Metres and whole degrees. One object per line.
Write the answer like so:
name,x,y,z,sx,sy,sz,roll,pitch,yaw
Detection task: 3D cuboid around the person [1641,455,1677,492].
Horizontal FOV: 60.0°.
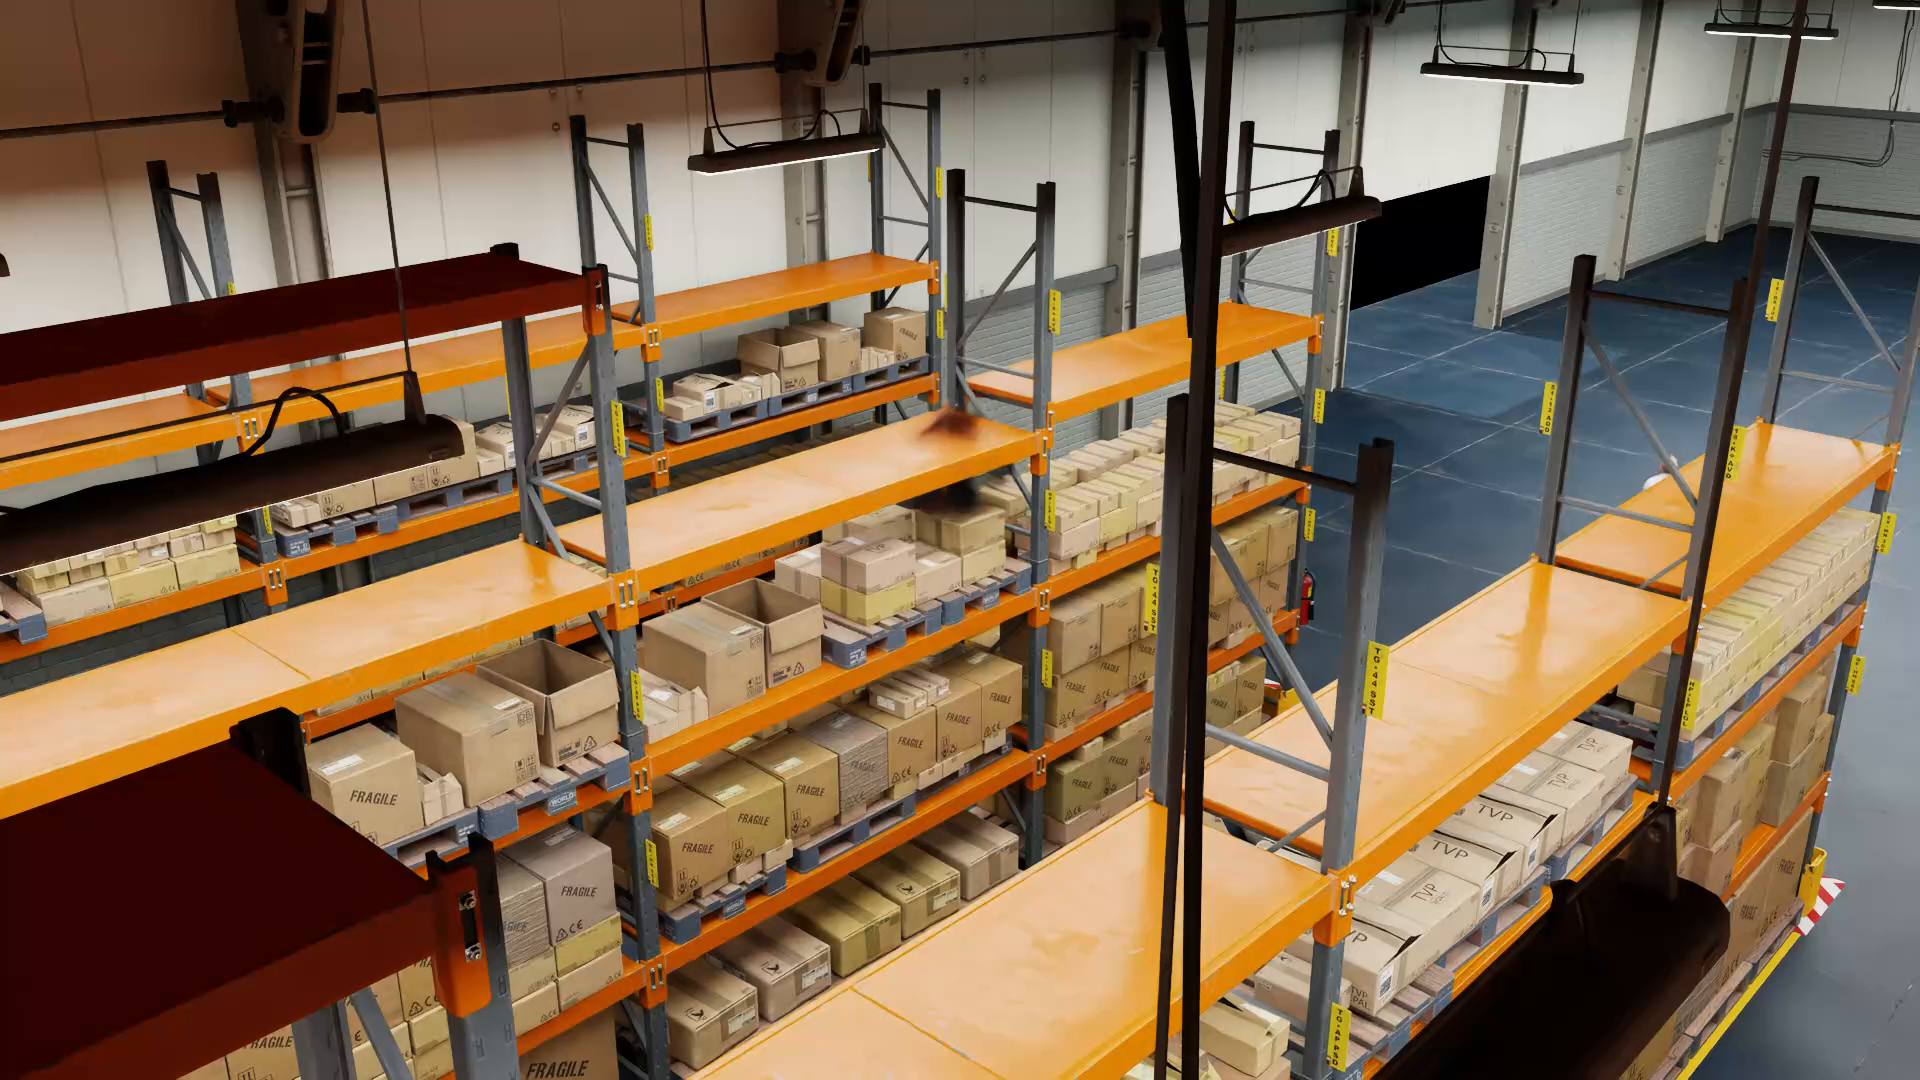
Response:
person,8.457,-0.233,20.224,0.704,1.726,0.604,-2,21,-6
